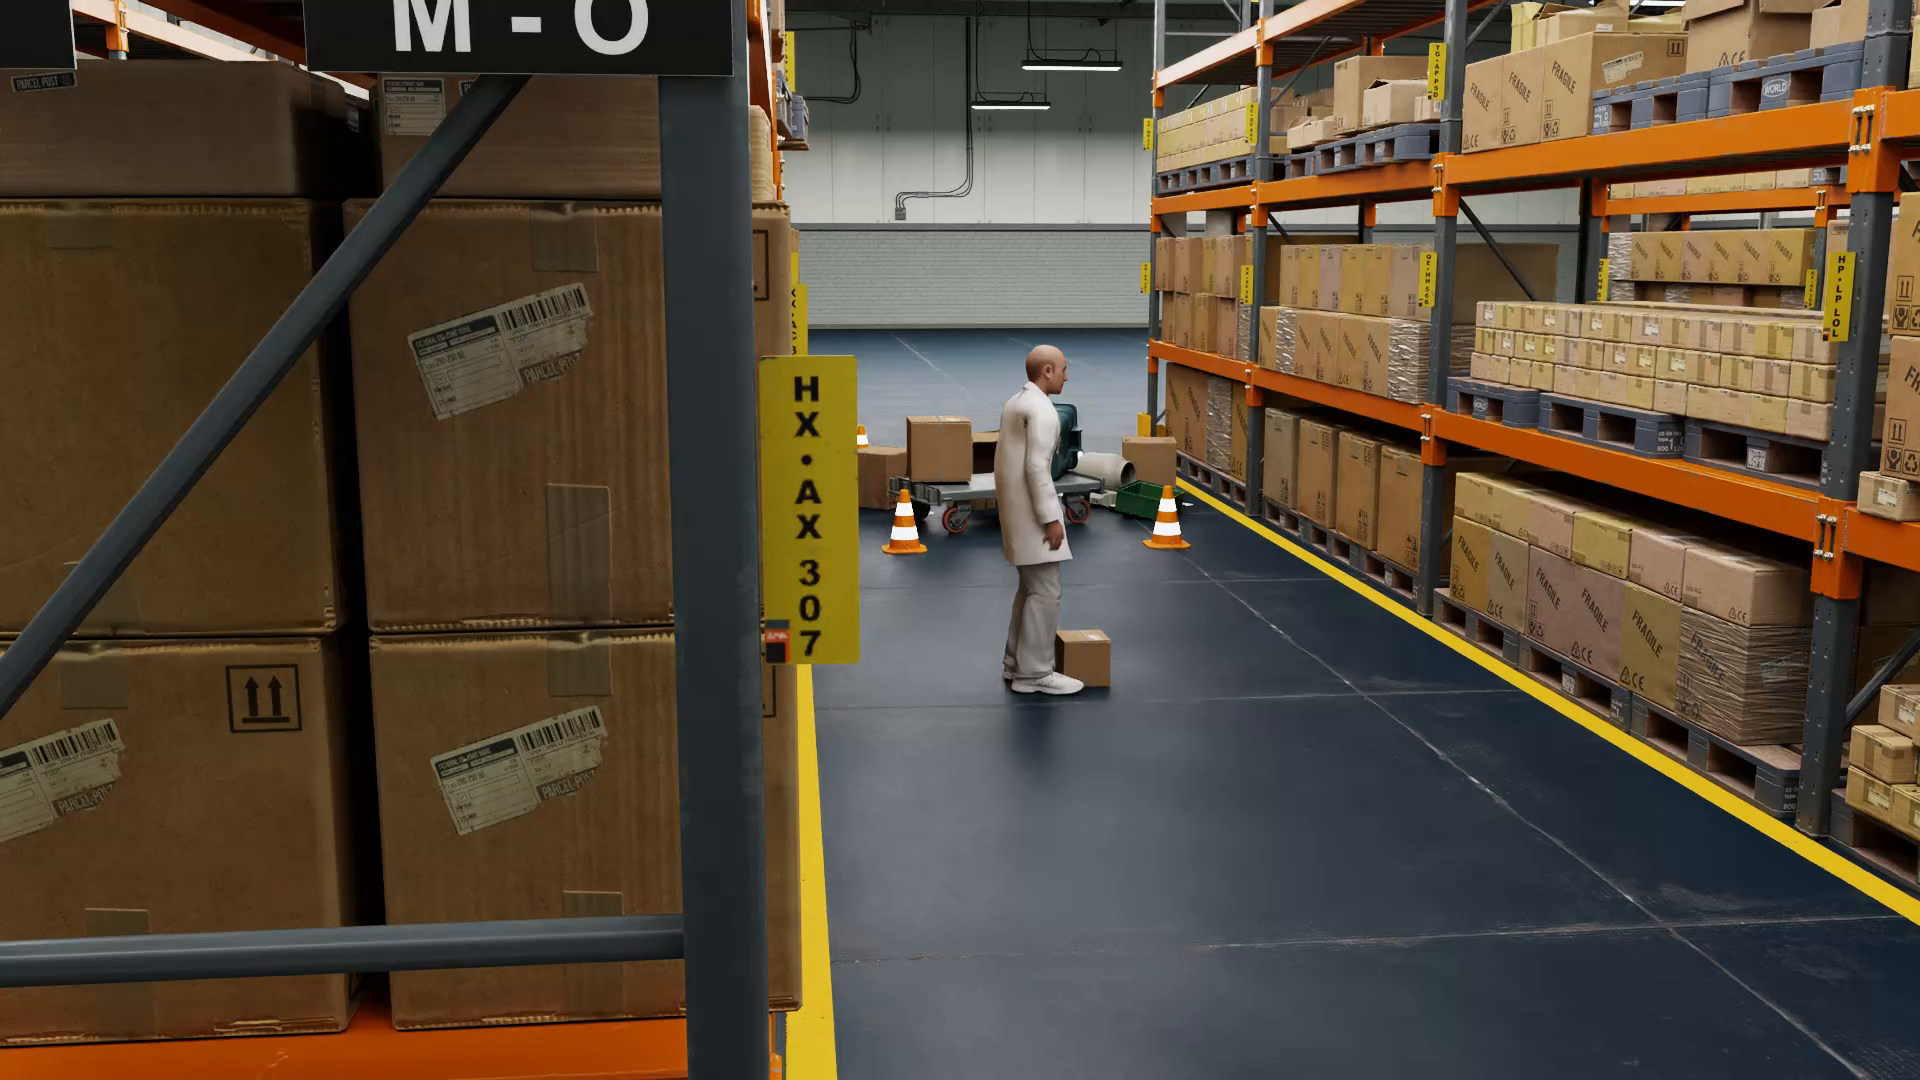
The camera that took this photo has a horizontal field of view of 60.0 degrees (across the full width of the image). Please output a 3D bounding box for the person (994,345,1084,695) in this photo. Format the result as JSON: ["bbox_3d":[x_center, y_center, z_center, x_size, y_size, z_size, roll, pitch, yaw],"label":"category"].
[{"bbox_3d":[0.396,-0.106,8.649,0.429,1.741,0.649,-2,10,-10],"label":"person"}]
